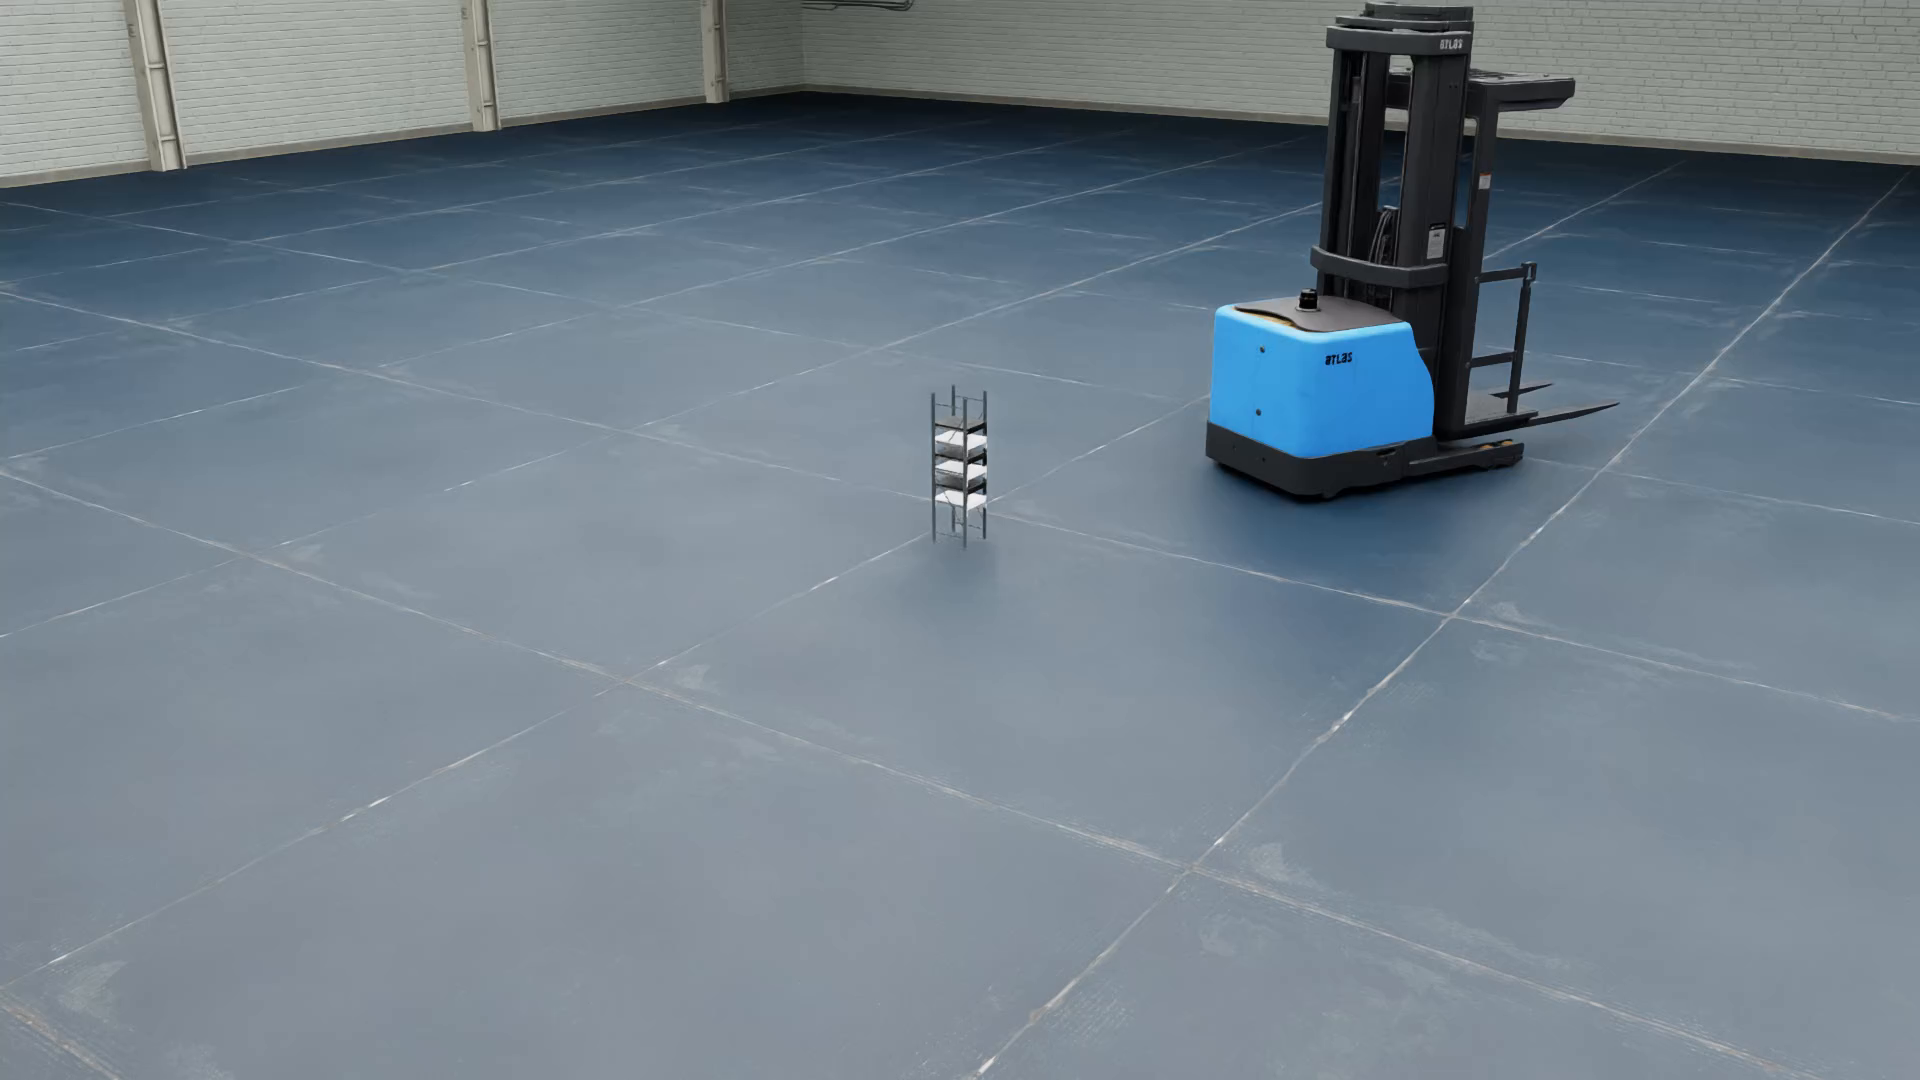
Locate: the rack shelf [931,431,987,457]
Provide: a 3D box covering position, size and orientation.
[{"bbox_3d":[-0.005,-0.557,9.552,0.258,0.077,0.200,13,24,32],"label":"rack shelf"}]

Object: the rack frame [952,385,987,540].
[{"bbox_3d":[0.053,-0.449,9.681,0.240,0.900,0.006,13,24,32],"label":"rack frame"}]

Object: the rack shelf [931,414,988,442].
[{"bbox_3d":[-0.005,-0.642,9.520,0.258,0.077,0.200,13,24,32],"label":"rack shelf"}]

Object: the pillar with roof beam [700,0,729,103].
[{"bbox_3d":[-1.383,-12.304,30.056,9.100,9.000,0.400,13,24,32],"label":"pillar with roof beam"}]

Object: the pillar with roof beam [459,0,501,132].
[{"bbox_3d":[-4.756,-10.582,25.402,9.100,9.000,0.400,13,24,32],"label":"pillar with roof beam"}]

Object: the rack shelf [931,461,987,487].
[{"bbox_3d":[-0.005,-0.388,9.614,0.258,0.077,0.200,13,24,32],"label":"rack shelf"}]

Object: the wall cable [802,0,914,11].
[{"bbox_3d":[-2.194,-12.274,34.453,3.097,2.526,0.112,13,24,32],"label":"wall cable"}]

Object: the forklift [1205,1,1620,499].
[{"bbox_3d":[3.178,-1.984,10.903,3.031,2.935,1.130,-11,23,-27],"label":"forklift"}]

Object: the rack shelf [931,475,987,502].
[{"bbox_3d":[-0.005,-0.304,9.645,0.258,0.077,0.200,13,24,32],"label":"rack shelf"}]

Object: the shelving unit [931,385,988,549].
[{"bbox_3d":[-0.005,-0.420,9.603,0.258,0.900,0.210,13,24,32],"label":"shelving unit"}]

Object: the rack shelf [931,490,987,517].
[{"bbox_3d":[-0.005,-0.220,9.677,0.258,0.077,0.200,13,24,32],"label":"rack shelf"}]

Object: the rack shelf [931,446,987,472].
[{"bbox_3d":[-0.005,-0.473,9.583,0.258,0.077,0.200,13,24,32],"label":"rack shelf"}]

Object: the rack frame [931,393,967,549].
[{"bbox_3d":[-0.062,-0.391,9.524,0.240,0.900,0.006,13,24,32],"label":"rack frame"}]

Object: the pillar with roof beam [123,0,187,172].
[{"bbox_3d":[-8.129,-8.861,20.748,9.100,9.000,0.400,13,24,32],"label":"pillar with roof beam"}]
